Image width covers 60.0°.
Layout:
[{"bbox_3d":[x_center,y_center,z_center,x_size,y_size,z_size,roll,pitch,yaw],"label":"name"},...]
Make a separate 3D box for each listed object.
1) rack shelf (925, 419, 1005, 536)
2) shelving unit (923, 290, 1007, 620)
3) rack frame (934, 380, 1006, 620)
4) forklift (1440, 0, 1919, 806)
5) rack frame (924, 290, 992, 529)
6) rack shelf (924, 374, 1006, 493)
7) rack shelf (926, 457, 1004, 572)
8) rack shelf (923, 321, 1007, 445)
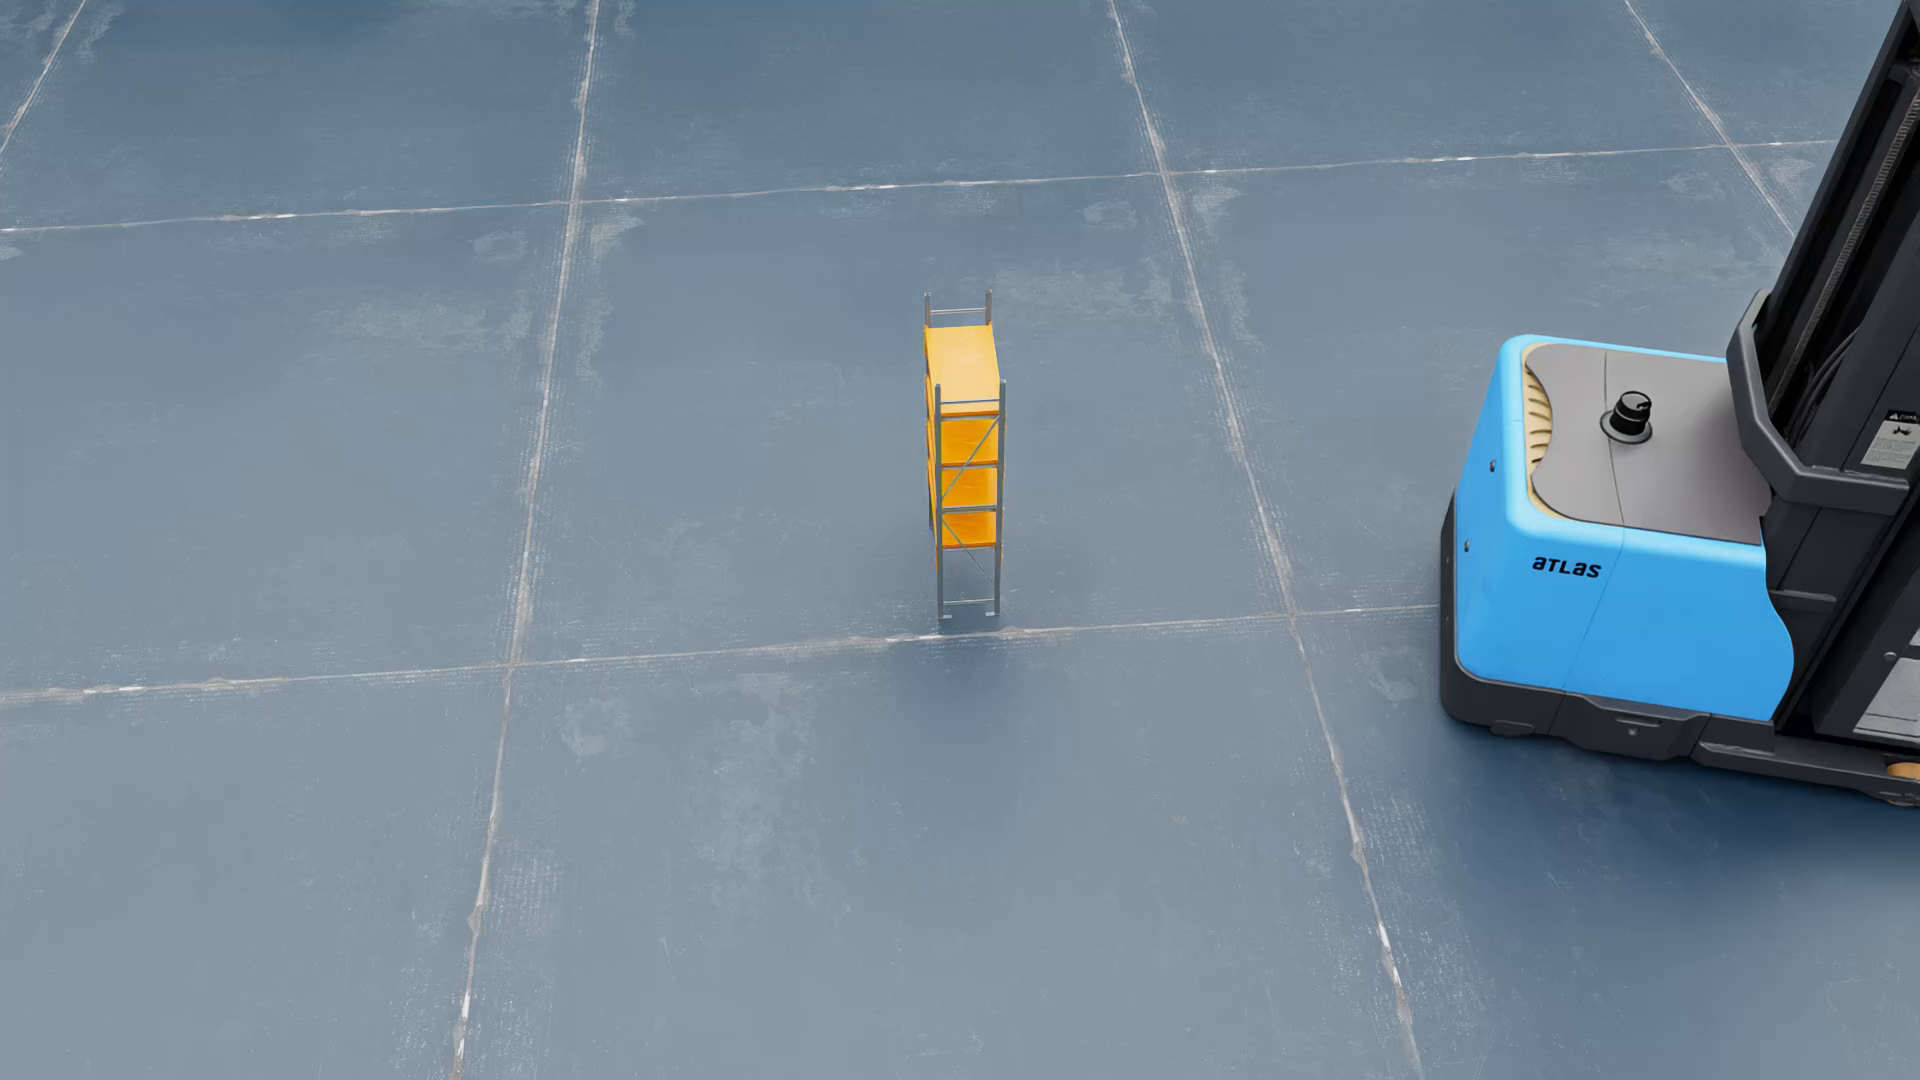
[{"bbox_3d":[0.014,-0.247,6.250,0.258,0.148,0.480,-3,47,-3],"label":"rack shelf"},{"bbox_3d":[0.014,-0.293,6.201,0.258,1.200,0.503,-3,47,-3],"label":"shelving unit"},{"bbox_3d":[0.034,-0.116,6.034,0.240,1.200,0.015,-3,47,-3],"label":"rack frame"},{"bbox_3d":[3.331,-0.467,5.173,3.031,2.935,1.130,8,47,8],"label":"forklift"},{"bbox_3d":[-0.007,-0.469,6.368,0.240,1.200,0.015,-3,47,-3],"label":"rack frame"},{"bbox_3d":[0.014,-0.400,6.087,0.258,0.148,0.480,-3,47,-3],"label":"rack shelf"},{"bbox_3d":[0.014,-0.110,6.394,0.258,0.148,0.480,-3,47,-3],"label":"rack shelf"},{"bbox_3d":[0.014,-0.563,5.916,0.258,0.148,0.480,-3,47,-3],"label":"rack shelf"}]
